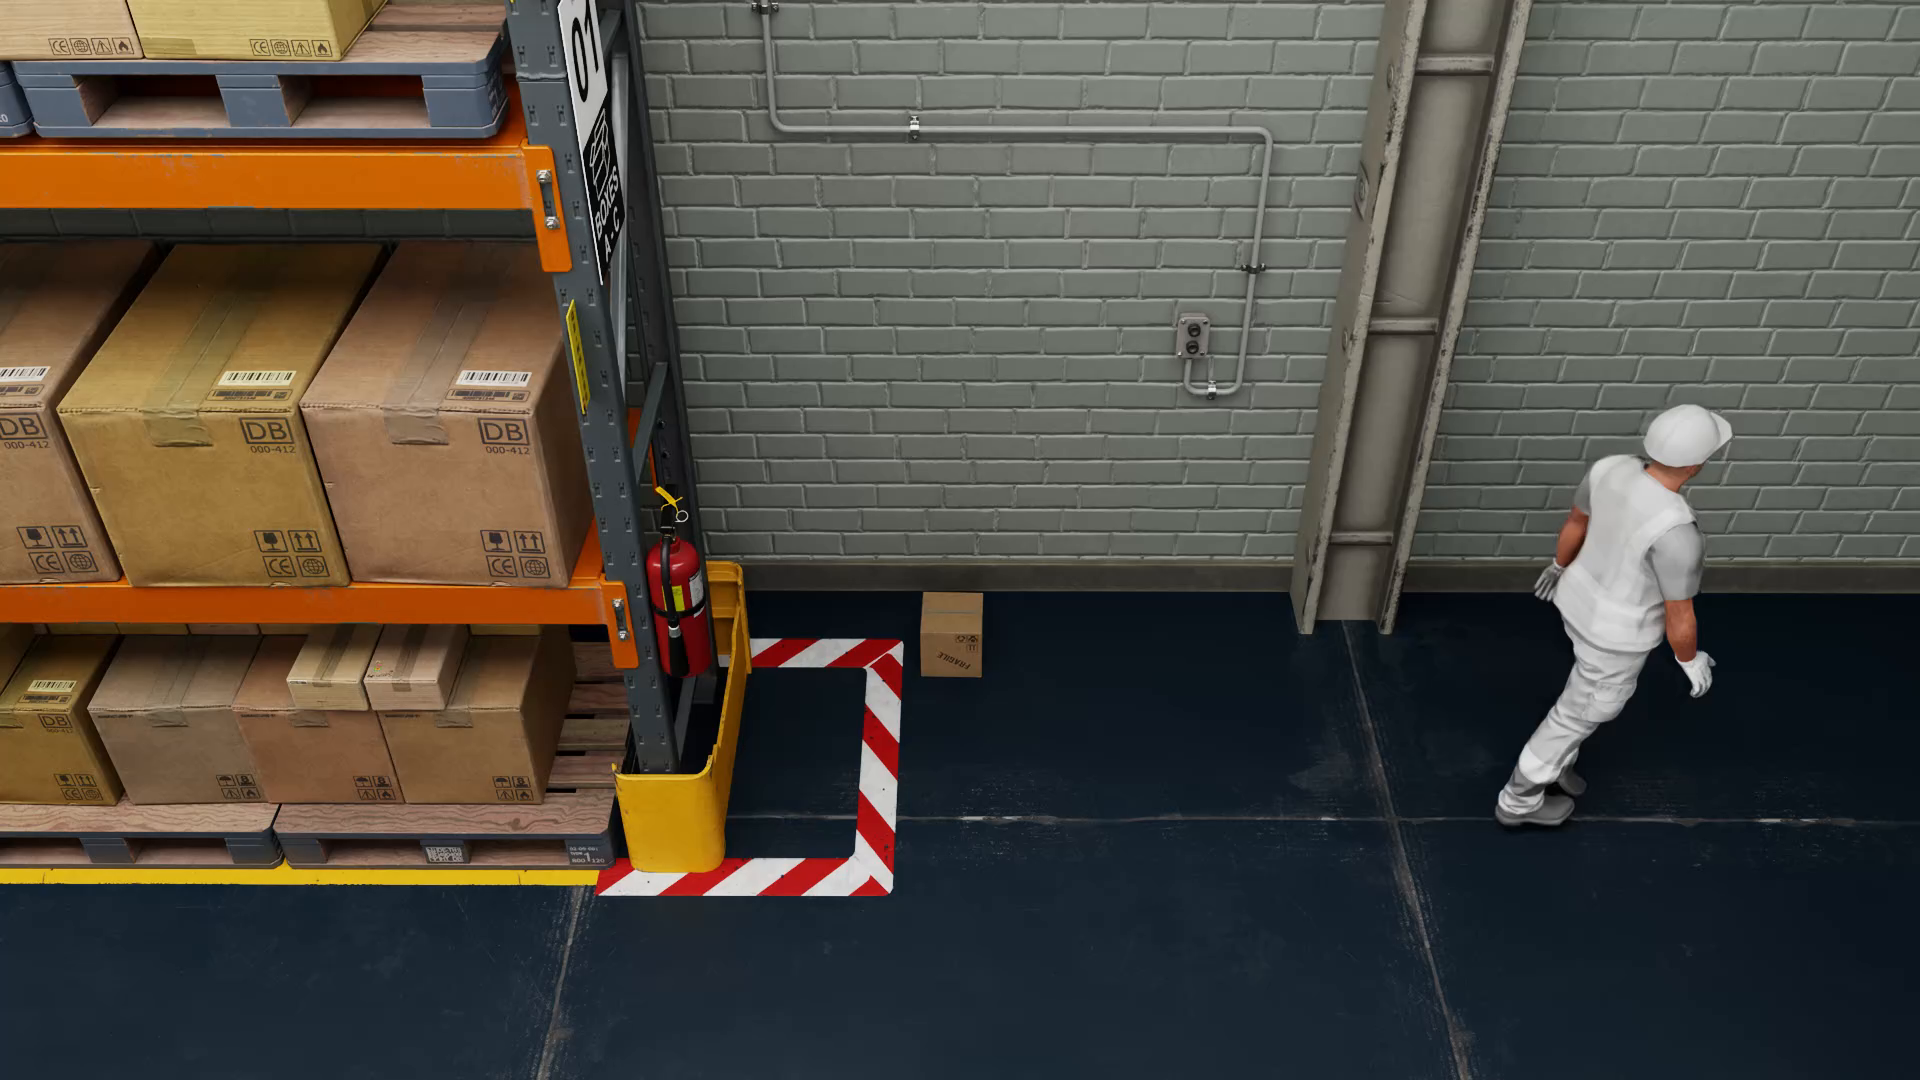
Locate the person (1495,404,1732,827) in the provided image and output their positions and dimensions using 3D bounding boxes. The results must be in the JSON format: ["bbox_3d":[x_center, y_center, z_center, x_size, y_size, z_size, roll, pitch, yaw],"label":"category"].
[{"bbox_3d":[2.238,0.295,5.769,0.545,1.827,0.666,-9,40,-11],"label":"person"}]
